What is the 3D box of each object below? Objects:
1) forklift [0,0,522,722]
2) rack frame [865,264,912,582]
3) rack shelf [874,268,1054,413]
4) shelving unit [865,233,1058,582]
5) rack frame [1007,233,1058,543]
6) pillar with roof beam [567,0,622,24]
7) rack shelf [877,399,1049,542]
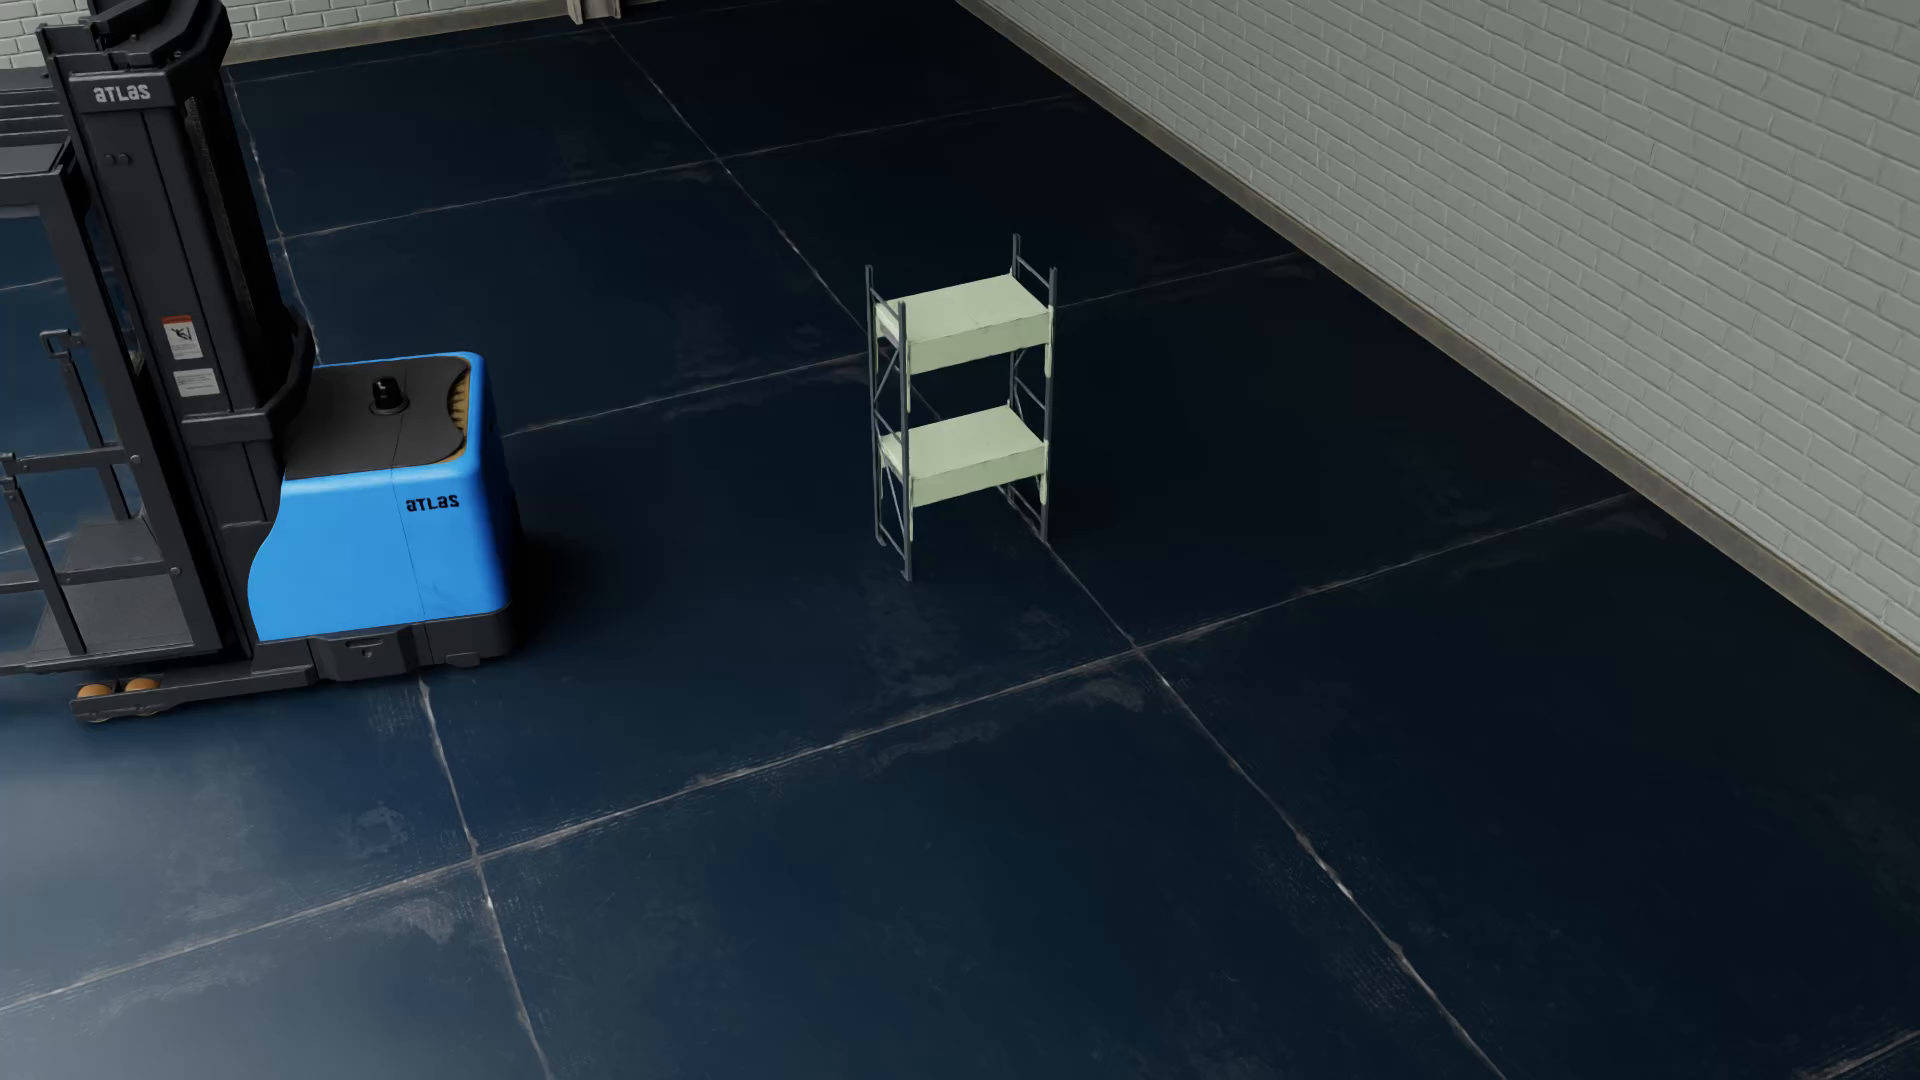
[{"bbox_3d":[-3.553,-0.734,6.779,3.031,2.935,1.130,-7,37,-9],"label":"forklift"},{"bbox_3d":[-0.325,-0.511,7.681,0.023,1.500,0.400,-16,39,-20],"label":"rack frame"},{"bbox_3d":[0.006,-0.918,7.573,0.720,0.370,0.431,-16,39,-20],"label":"rack shelf"},{"bbox_3d":[0.006,-0.604,7.805,0.755,1.500,0.431,-16,39,-20],"label":"shelving unit"},{"bbox_3d":[0.337,-0.697,7.930,0.023,1.500,0.400,-16,39,-20],"label":"rack frame"},{"bbox_3d":[-1.322,-5.819,8.542,0.400,9.000,9.100,-16,39,-20],"label":"pillar with roof beam"},{"bbox_3d":[0.006,-0.342,8.000,0.720,0.370,0.431,-16,39,-20],"label":"rack shelf"}]
